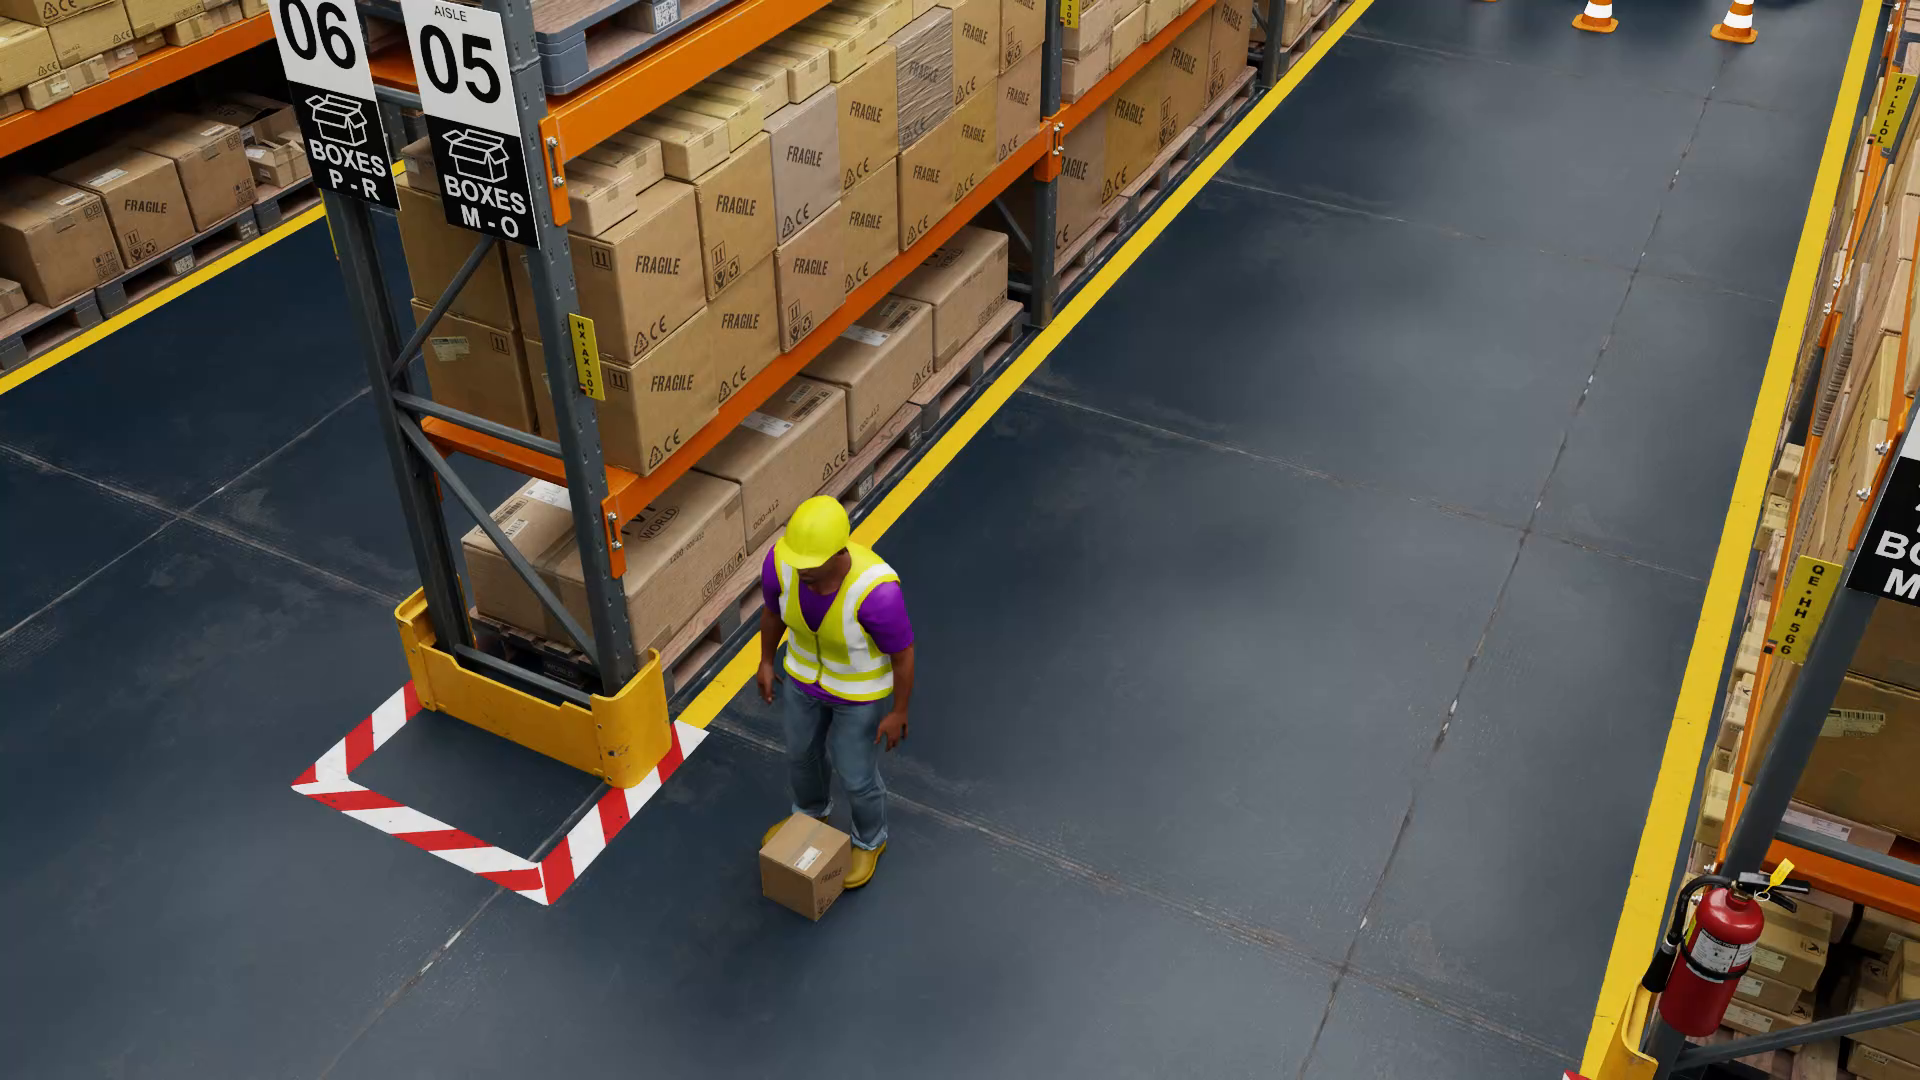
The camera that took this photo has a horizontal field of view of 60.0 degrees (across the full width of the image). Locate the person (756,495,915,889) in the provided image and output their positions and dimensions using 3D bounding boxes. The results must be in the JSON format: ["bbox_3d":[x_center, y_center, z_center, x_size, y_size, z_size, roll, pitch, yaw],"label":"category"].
[{"bbox_3d":[-0.465,0.534,6.046,0.633,1.758,0.461,19,42,23],"label":"person"}]
